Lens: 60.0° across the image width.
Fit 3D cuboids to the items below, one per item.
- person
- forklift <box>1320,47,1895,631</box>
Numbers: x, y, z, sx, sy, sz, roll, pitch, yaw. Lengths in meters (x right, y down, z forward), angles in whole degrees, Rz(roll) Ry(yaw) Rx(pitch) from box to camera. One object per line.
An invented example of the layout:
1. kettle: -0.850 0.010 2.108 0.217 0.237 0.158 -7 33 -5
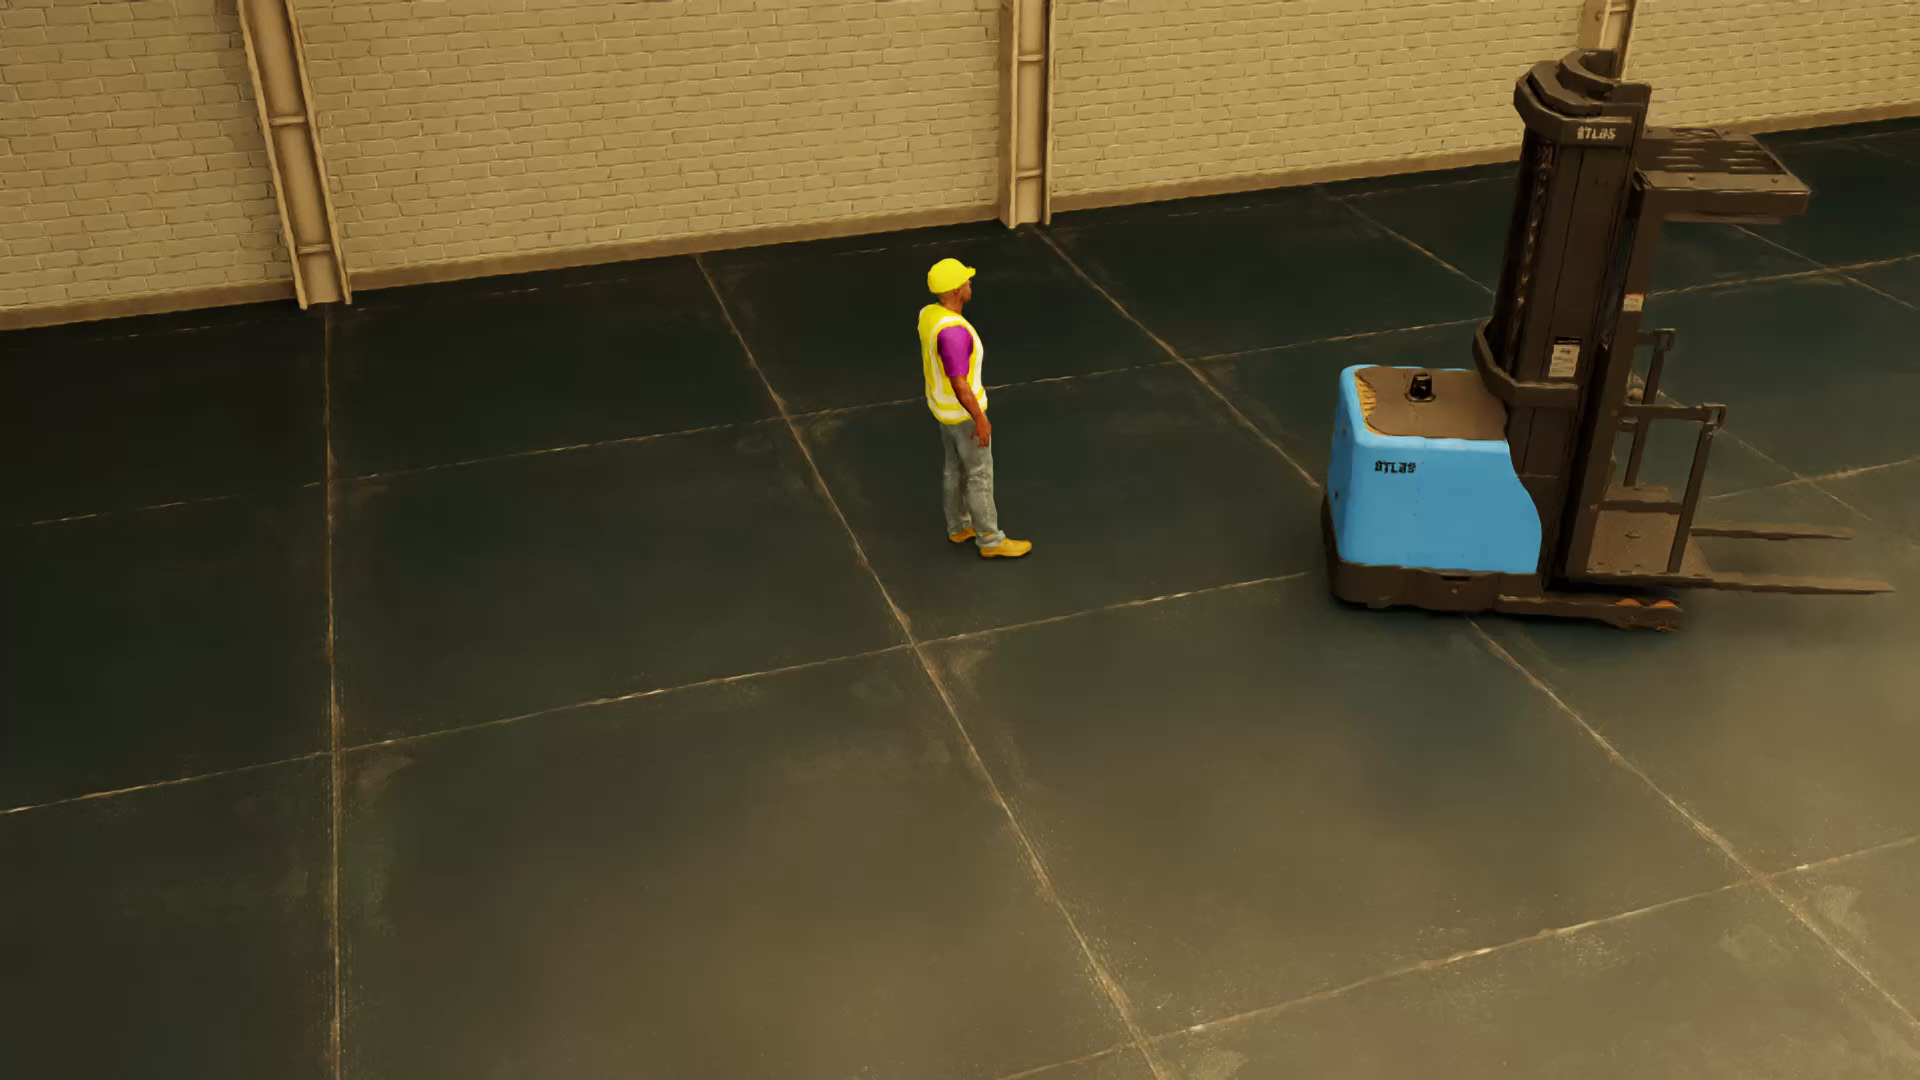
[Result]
1. person: 0.068 -0.780 9.597 0.576 1.766 0.665 -10 31 -16
2. forklift: 3.651 -1.048 8.909 3.031 2.935 1.130 3 30 5
